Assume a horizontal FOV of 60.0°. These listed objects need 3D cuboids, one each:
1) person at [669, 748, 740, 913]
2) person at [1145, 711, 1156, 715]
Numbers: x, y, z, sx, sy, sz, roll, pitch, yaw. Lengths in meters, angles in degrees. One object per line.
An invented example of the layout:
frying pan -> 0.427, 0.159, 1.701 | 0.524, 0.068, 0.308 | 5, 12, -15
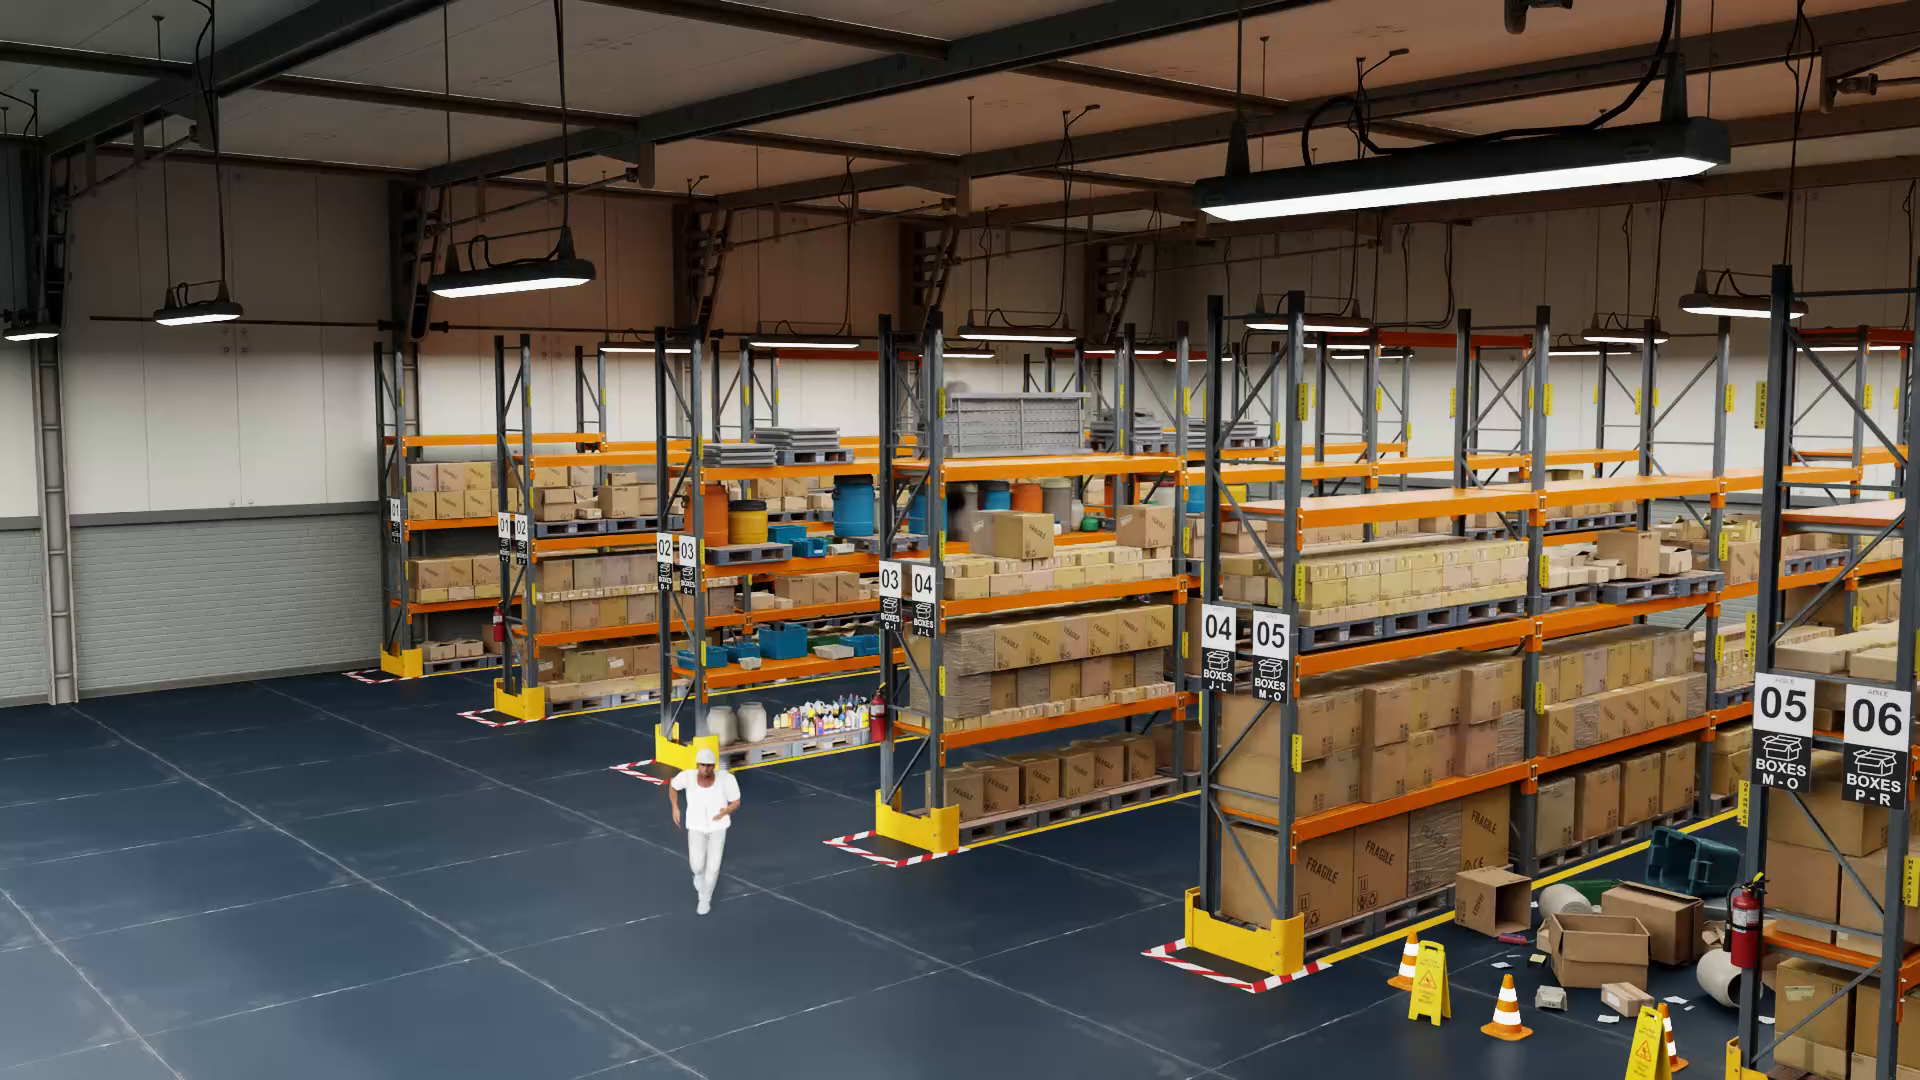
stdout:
person -> -2.499, 2.851, 16.324 | 0.687, 1.681, 0.723 | -1, 5, -10
person -> 2.948, 1.820, 24.975 | 0.595, 1.641, 0.518 | 5, 7, 42
